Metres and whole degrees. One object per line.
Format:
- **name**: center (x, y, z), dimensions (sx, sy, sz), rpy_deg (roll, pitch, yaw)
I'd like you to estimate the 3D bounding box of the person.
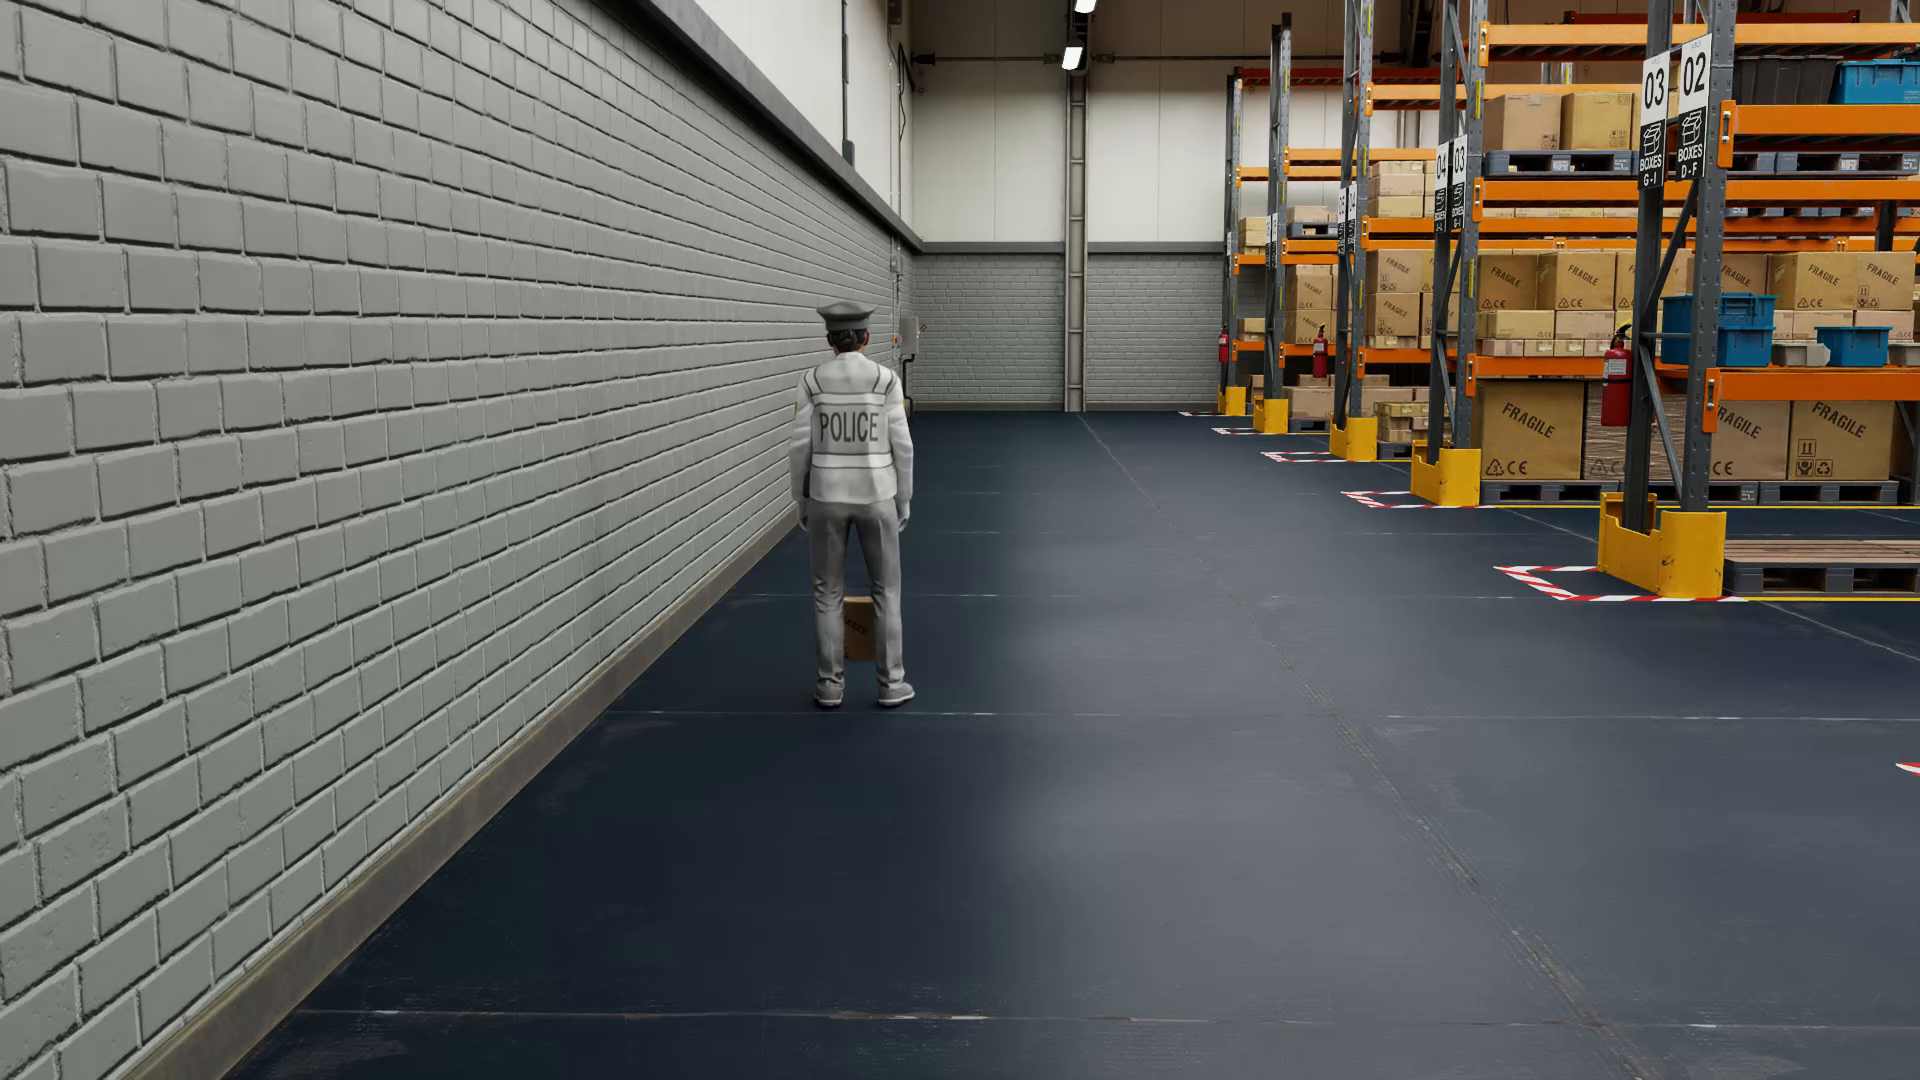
- **person**: center (-0.446, -0.143, 6.858), dimensions (0.512, 1.666, 0.358), rpy_deg (0, 7, -1)
